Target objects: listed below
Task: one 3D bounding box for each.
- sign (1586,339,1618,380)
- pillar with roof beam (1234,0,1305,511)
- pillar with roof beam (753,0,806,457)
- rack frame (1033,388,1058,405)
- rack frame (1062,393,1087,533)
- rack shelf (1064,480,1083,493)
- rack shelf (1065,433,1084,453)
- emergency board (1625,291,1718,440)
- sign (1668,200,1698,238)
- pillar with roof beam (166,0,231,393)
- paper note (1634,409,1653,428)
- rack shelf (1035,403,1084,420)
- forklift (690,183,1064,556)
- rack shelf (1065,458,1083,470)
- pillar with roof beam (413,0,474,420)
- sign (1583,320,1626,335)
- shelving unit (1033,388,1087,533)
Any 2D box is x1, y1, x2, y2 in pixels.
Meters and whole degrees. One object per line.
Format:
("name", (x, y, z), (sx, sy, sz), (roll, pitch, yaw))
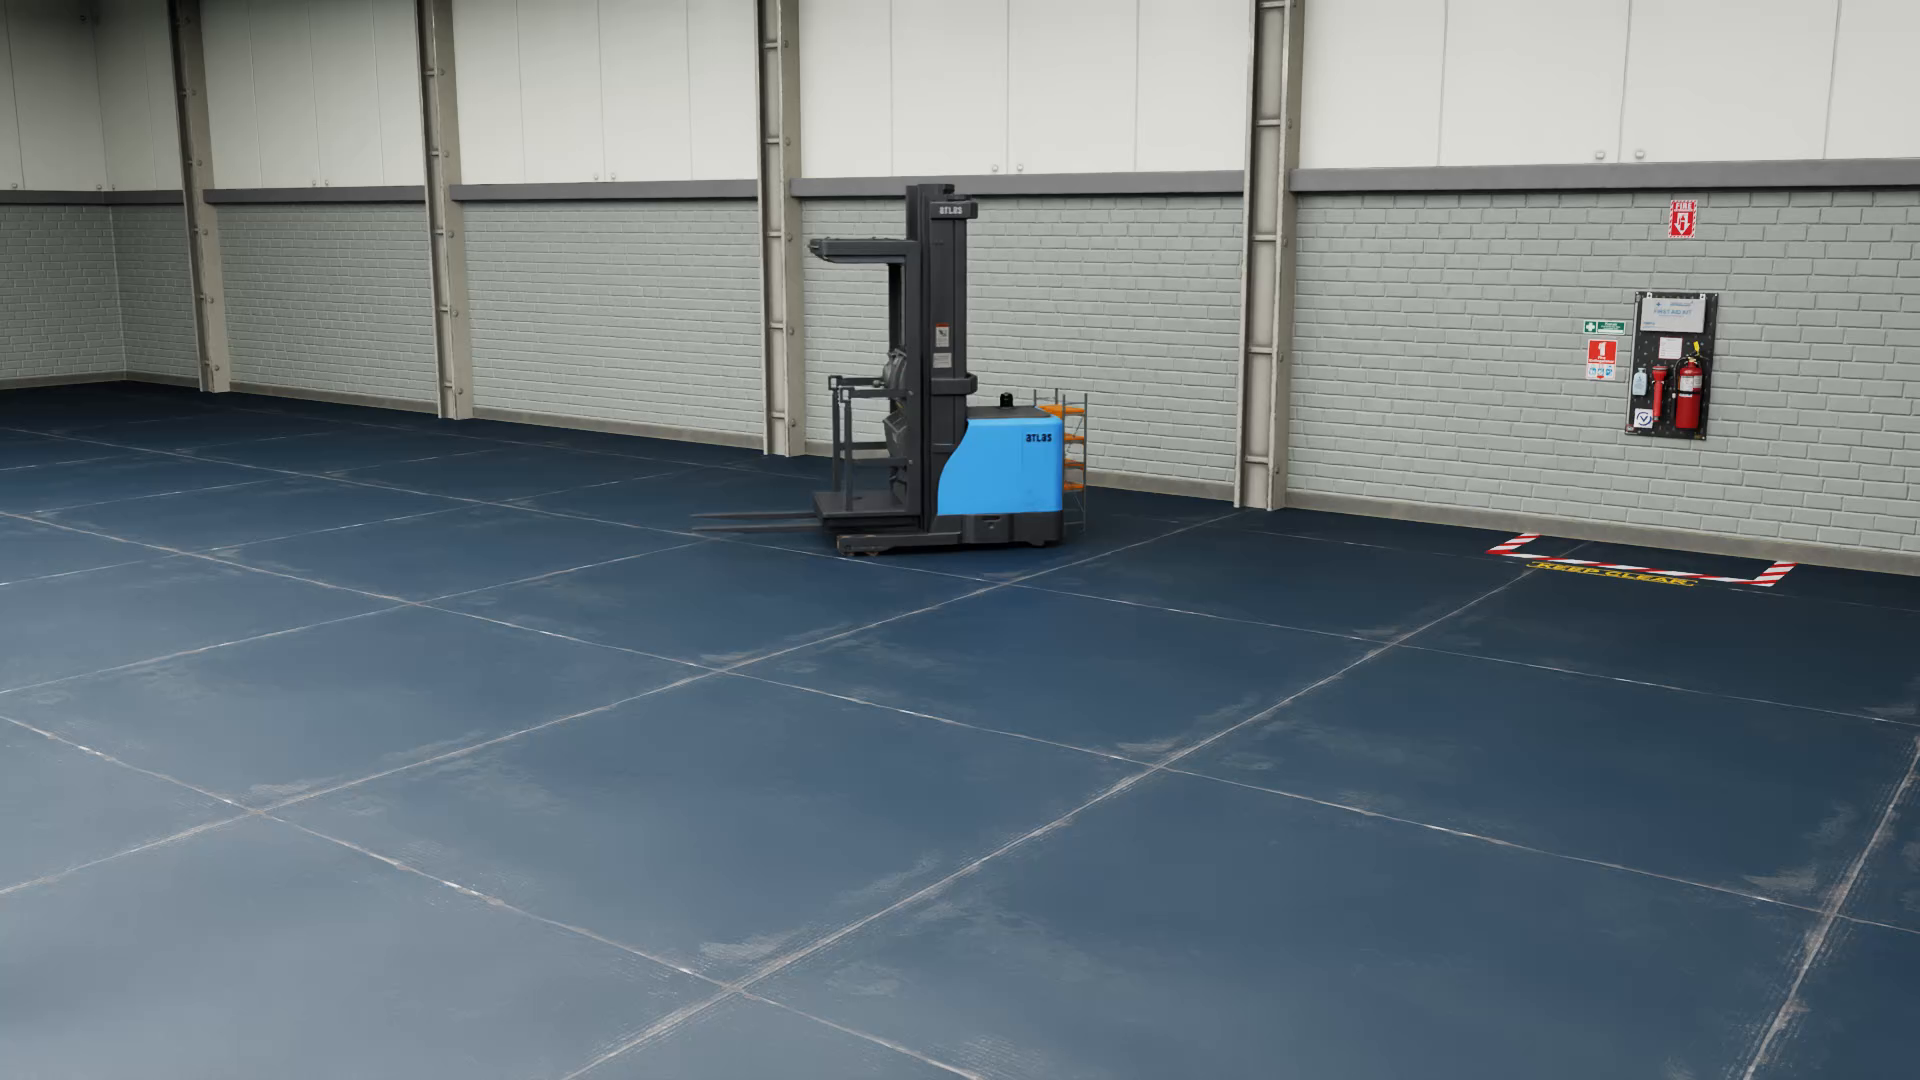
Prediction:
("sign", (5.305, -1.492, 13.749), (0.234, 0.329, 0.001), (8, 13, 36))
("pillar with roof beam", (0.275, -4.073, 11.394), (0.400, 9.000, 9.100), (8, 13, 36))
("pillar with roof beam", (-4.561, -4.748, 14.880), (0.400, 9.000, 9.100), (8, 13, 36))
("rack frame", (0.752, -0.738, 14.683), (0.240, 1.200, 0.015), (-6, 12, -27))
("rack frame", (0.978, -0.655, 14.259), (0.240, 1.200, 0.015), (-6, 12, -27))
("rack shelf", (0.865, -0.436, 14.522), (0.258, 0.148, 0.480), (-6, 12, -27))
("rack shelf", (0.865, -0.850, 14.441), (0.258, 0.148, 0.480), (-6, 12, -27))
("emergency board", (5.690, -1.396, 13.350), (0.643, 1.169, 0.194), (8, 13, 36))
("sign", (5.742, -2.551, 13.213), (0.199, 0.298, 0.001), (8, 13, 36))
("pillar with roof beam", (-14.233, -6.097, 21.854), (0.400, 9.000, 9.100), (8, 13, 36))
("paper note", (5.588, -0.994, 13.591), (0.142, 0.148, 0.016), (8, 13, 36))
("rack shelf", (0.865, -1.082, 14.397), (0.258, 0.148, 0.480), (-6, 12, -27))
("forklift", (-0.711, -1.417, 13.640), (3.031, 2.935, 1.130), (-2, 11, -9))
("rack shelf", (0.865, -0.631, 14.484), (0.258, 0.148, 0.480), (-6, 12, -27))
("pillar with roof beam", (-9.397, -5.423, 18.367), (0.400, 9.000, 9.100), (8, 13, 36))
("sign", (5.304, -1.750, 13.689), (0.331, 0.109, 0.001), (8, 13, 36))
("shelving unit", (0.865, -0.697, 14.471), (0.258, 1.200, 0.503), (-6, 12, -27))
